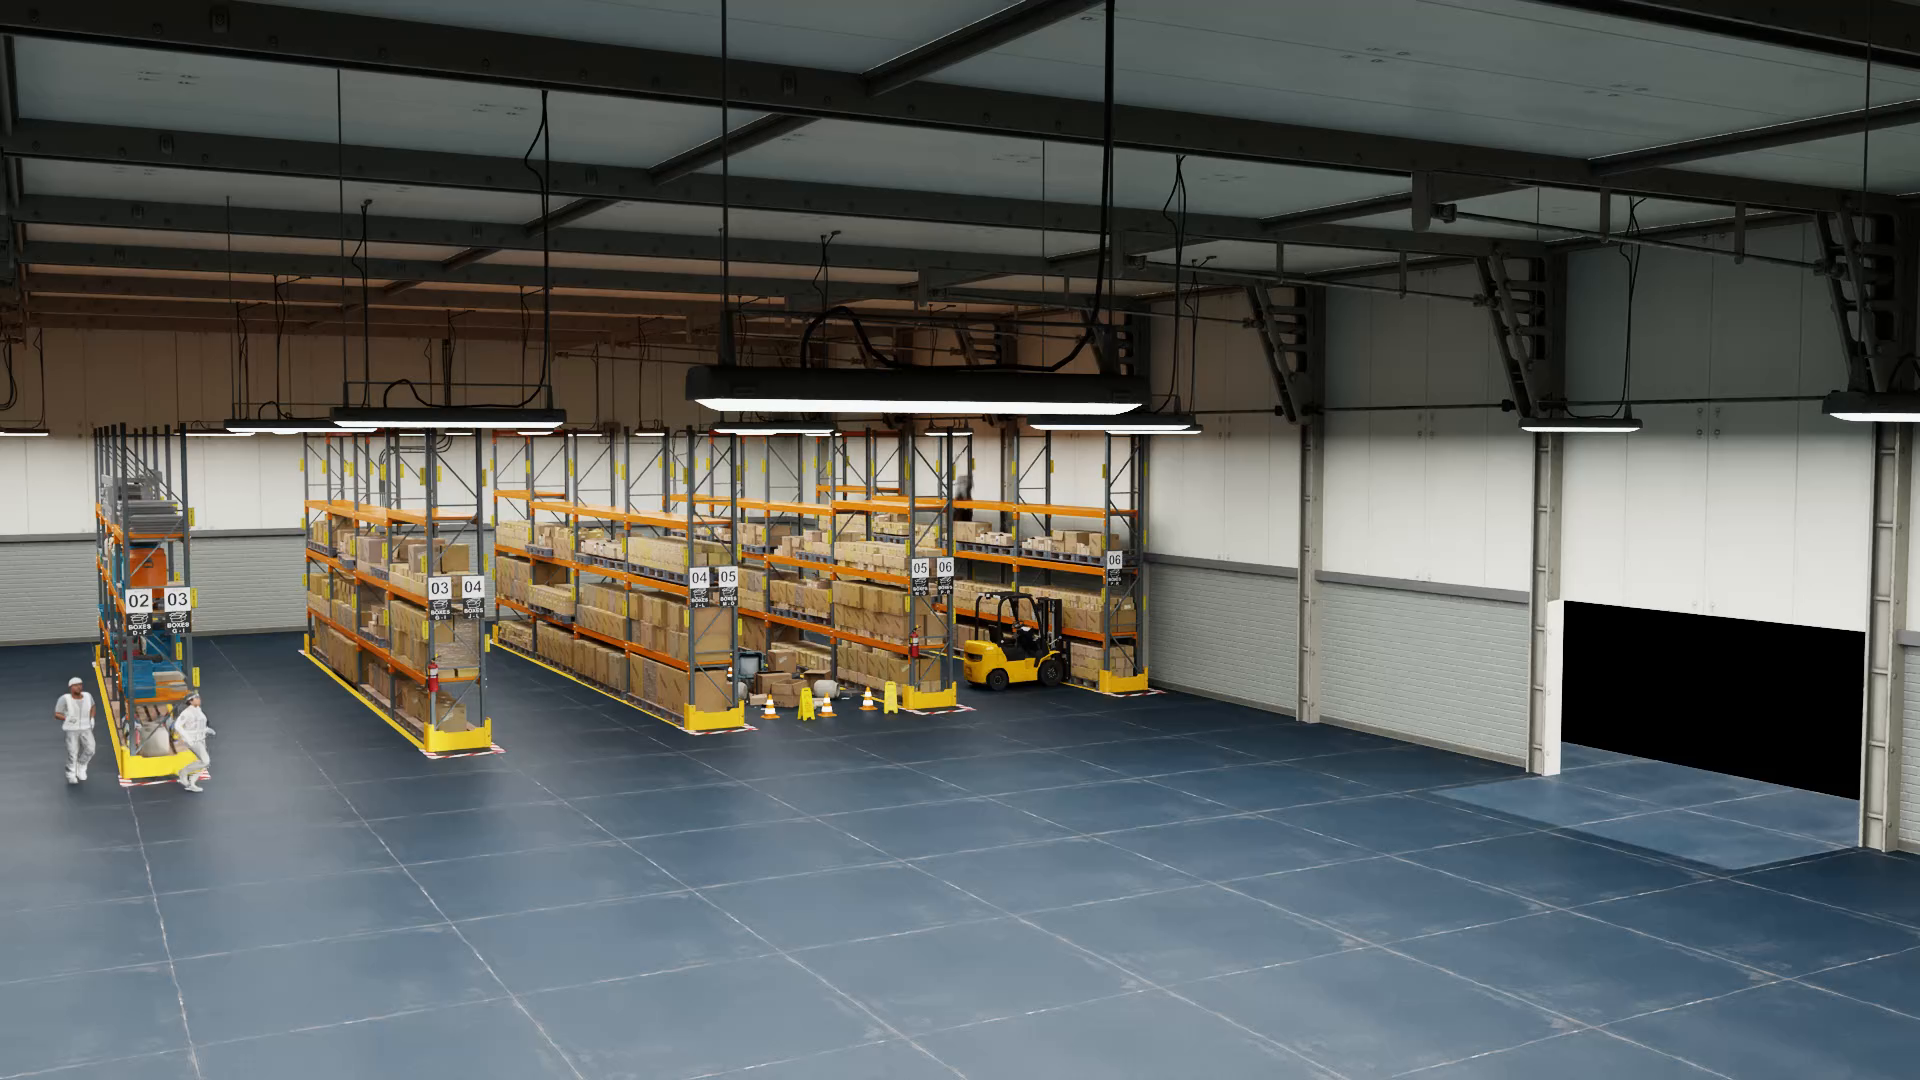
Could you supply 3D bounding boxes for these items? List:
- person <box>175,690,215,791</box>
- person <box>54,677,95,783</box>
[{"bbox_3d":[-12.418,3.263,27.056,0.547,1.661,0.611,0,3,-1],"label":"person"},{"bbox_3d":[-14.658,3.164,27.668,0.587,1.753,0.682,3,5,43],"label":"person"}]
